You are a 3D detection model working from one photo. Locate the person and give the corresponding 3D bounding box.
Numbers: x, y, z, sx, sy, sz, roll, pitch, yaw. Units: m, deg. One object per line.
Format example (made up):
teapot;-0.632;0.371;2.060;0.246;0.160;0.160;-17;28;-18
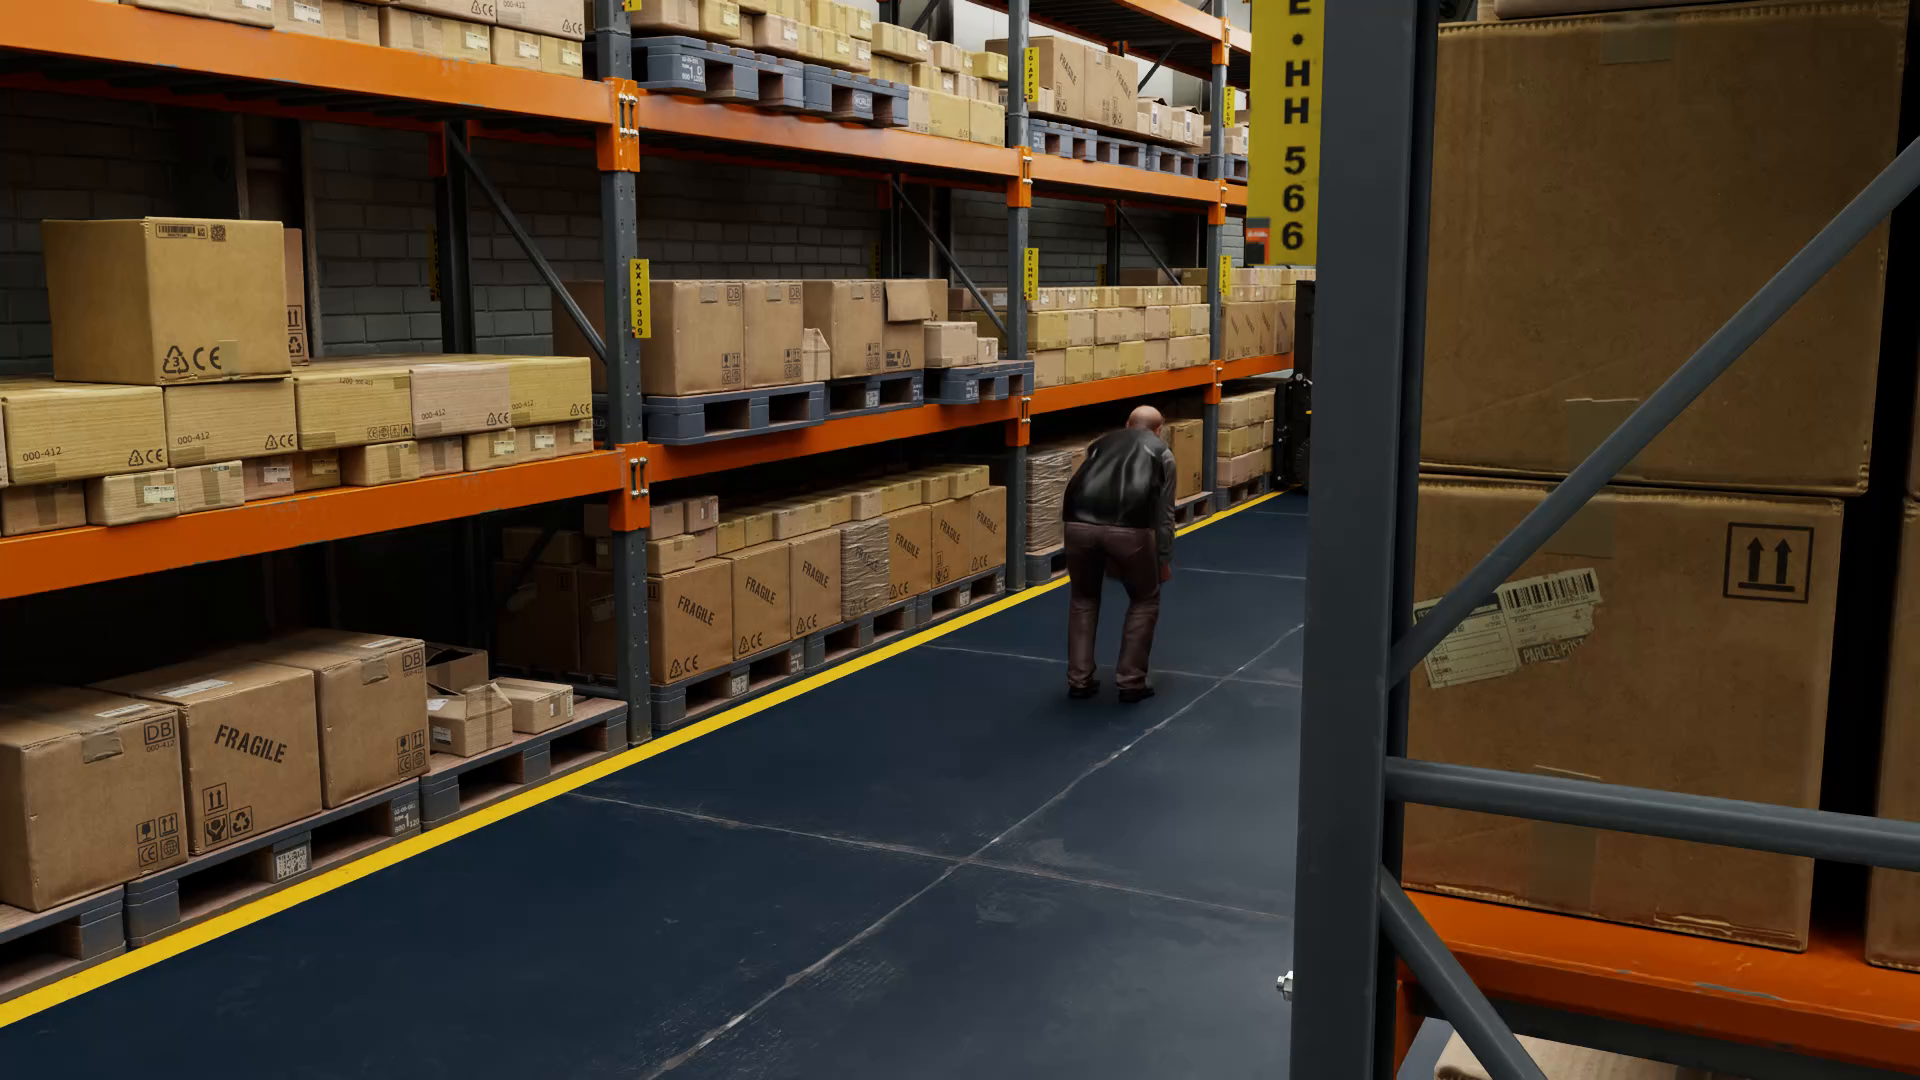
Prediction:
person;0.799;0.055;8.174;0.464;1.389;0.860;4;10;24
